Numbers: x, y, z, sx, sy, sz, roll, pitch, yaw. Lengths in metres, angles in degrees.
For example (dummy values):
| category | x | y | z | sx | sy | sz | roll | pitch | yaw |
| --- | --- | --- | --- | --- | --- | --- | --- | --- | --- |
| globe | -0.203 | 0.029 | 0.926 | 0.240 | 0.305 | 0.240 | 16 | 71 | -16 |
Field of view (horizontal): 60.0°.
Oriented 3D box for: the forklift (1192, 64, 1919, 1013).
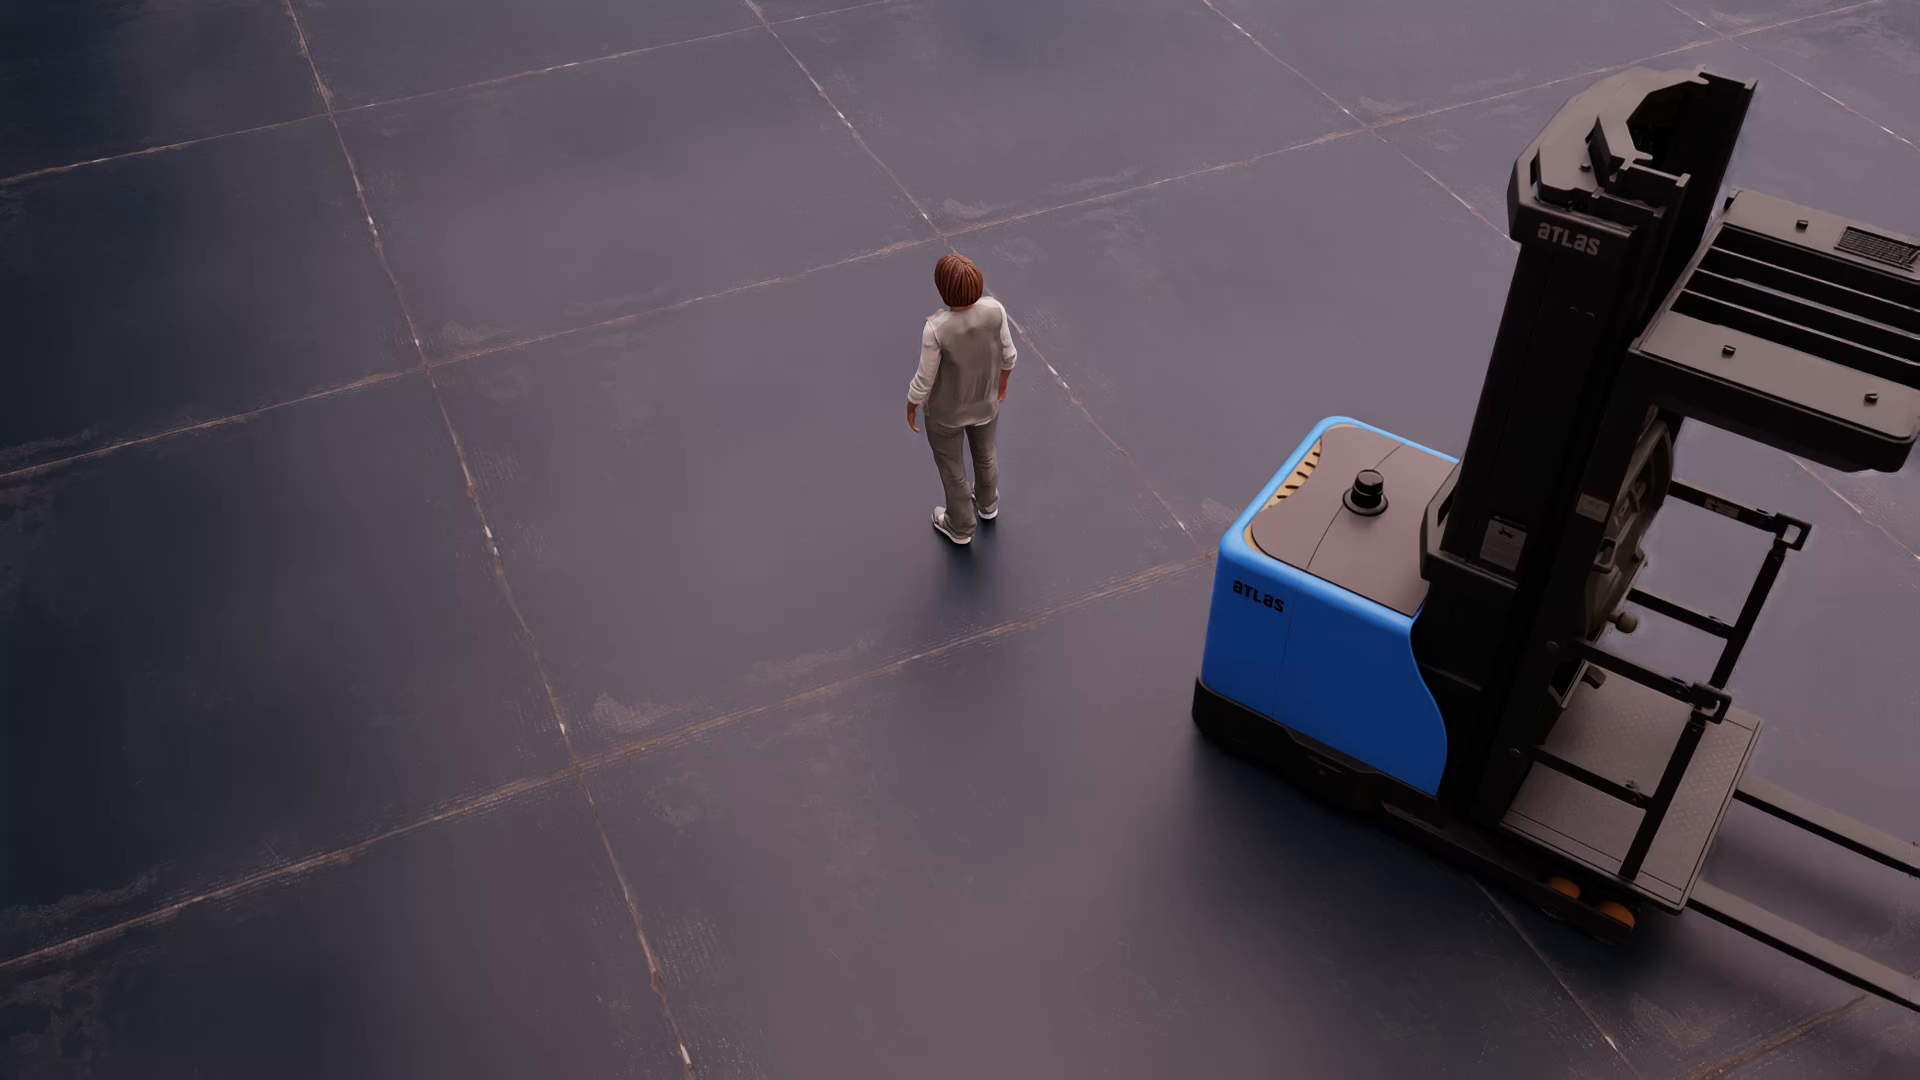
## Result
| category | x | y | z | sx | sy | sz | roll | pitch | yaw |
| --- | --- | --- | --- | --- | --- | --- | --- | --- | --- |
| forklift | 2.471 | 0.020 | 5.659 | 3.031 | 2.935 | 1.130 | 25 | 49 | 24 |

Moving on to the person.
| category | x | y | z | sx | sy | sz | roll | pitch | yaw |
| --- | --- | --- | --- | --- | --- | --- | --- | --- | --- |
| person | -0.018 | -0.639 | 7.332 | 0.521 | 1.596 | 0.475 | -18 | 46 | -18 |
